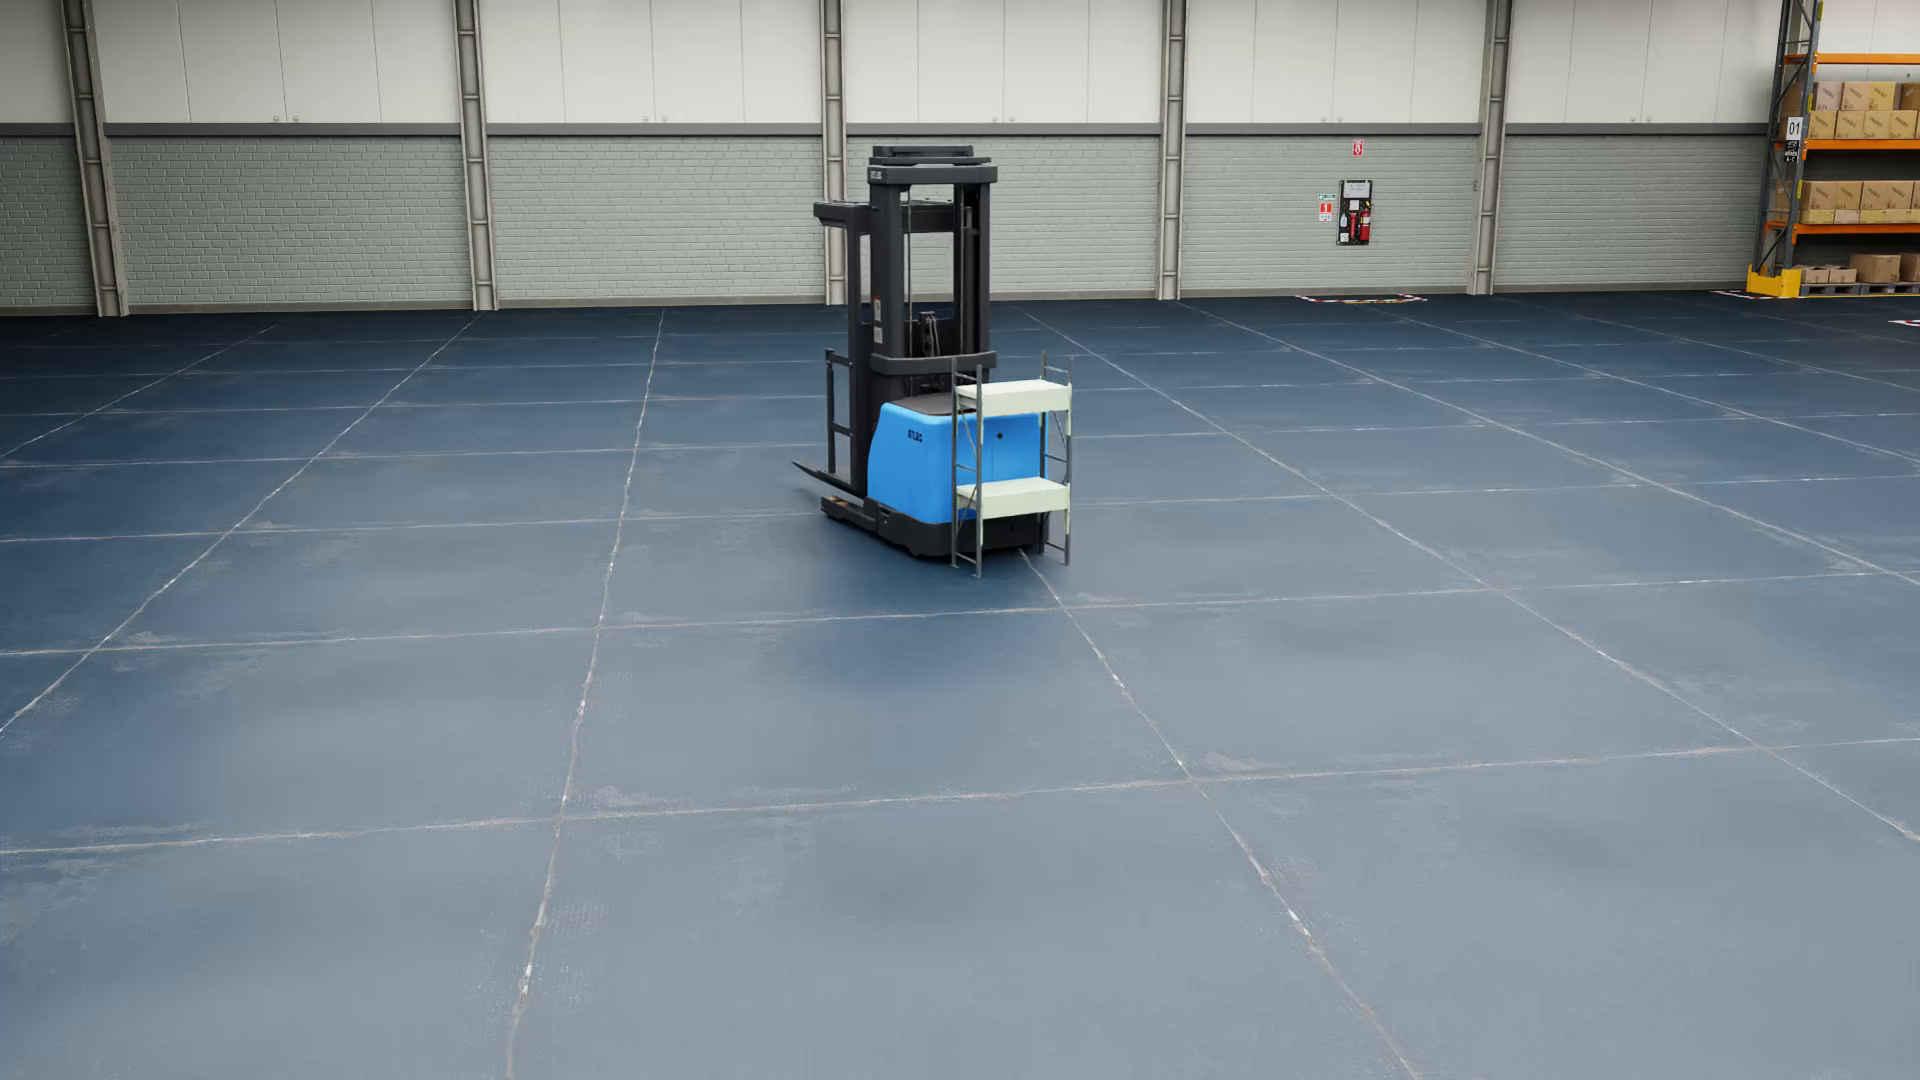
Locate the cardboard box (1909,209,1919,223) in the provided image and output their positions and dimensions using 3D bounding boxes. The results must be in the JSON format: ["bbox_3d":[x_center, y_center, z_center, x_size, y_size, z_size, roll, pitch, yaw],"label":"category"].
[{"bbox_3d":[17.608,-5.992,30.717,0.500,0.250,0.500,-2,14,-9],"label":"cardboard box"}]

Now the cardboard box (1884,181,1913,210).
[{"bbox_3d":[17.093,-6.338,30.555,0.500,0.500,0.500,-2,14,-7],"label":"cardboard box"}]

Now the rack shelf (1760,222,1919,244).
[{"bbox_3d":[17.043,-5.762,31.010,4.000,0.370,1.077,-2,14,-8],"label":"rack shelf"}]

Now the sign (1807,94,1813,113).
[{"bbox_3d":[15.146,-7.787,29.642,0.005,0.325,0.100,-2,14,-8],"label":"sign"}]

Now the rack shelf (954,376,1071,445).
[{"bbox_3d":[0.366,-0.919,11.700,0.720,0.370,0.431,-7,16,-27],"label":"rack shelf"}]

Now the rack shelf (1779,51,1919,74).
[{"bbox_3d":[17.043,-8.670,30.281,4.000,0.370,1.077,-2,14,-8],"label":"rack shelf"}]

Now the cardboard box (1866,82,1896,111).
[{"bbox_3d":[16.491,-8.019,30.064,0.500,0.500,0.500,-2,14,-7],"label":"cardboard box"}]

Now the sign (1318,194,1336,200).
[{"bbox_3d":[6.690,-6.251,30.319,0.331,0.109,0.001,-2,14,-8],"label":"sign"}]

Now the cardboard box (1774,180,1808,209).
[{"bbox_3d":[15.500,-6.407,30.830,0.500,0.500,0.500,-2,14,-9],"label":"cardboard box"}]

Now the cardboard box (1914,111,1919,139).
[{"bbox_3d":[17.514,-7.574,30.345,0.500,0.500,0.500,-3,14,-11],"label":"cardboard box"}]

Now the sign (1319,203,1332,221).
[{"bbox_3d":[6.684,-5.996,30.391,0.234,0.329,0.001,-2,14,-8],"label":"sign"}]

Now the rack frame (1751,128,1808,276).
[{"bbox_3d":[15.065,-6.038,30.633,0.127,3.000,1.000,-2,14,-8],"label":"rack frame"}]

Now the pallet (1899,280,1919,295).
[{"bbox_3d":[18.362,-4.798,31.420,1.213,0.211,1.003,-2,14,-8],"label":"pallet"}]

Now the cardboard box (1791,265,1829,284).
[{"bbox_3d":[15.763,-4.951,30.921,0.500,0.311,0.500,-4,15,-15],"label":"cardboard box"}]

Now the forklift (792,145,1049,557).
[{"bbox_3d":[-0.469,-1.610,13.118,1.130,2.935,3.031,-7,16,-27],"label":"forklift"}]

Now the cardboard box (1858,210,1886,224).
[{"bbox_3d":[16.611,-5.956,30.572,0.500,0.250,0.500,-2,14,-9],"label":"cardboard box"}]

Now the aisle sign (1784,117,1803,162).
[{"bbox_3d":[15.039,-7.225,30.019,0.004,0.787,0.394,-2,14,-8],"label":"aisle sign"}]

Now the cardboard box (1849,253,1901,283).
[{"bbox_3d":[17.059,-5.078,31.038,0.500,0.500,0.700,-3,14,-12],"label":"cardboard box"}]

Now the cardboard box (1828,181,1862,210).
[{"bbox_3d":[16.072,-6.300,30.401,0.500,0.500,0.500,-2,14,-8],"label":"cardboard box"}]

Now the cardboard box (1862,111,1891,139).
[{"bbox_3d":[16.482,-7.534,30.185,0.500,0.500,0.500,-1,14,-6],"label":"cardboard box"}]

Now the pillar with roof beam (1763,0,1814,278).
[{"bbox_3d":[16.270,-8.146,26.705,0.400,9.000,9.100,-2,14,-8],"label":"pillar with roof beam"}]

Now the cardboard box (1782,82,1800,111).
[{"bbox_3d":[15.453,-8.115,30.445,0.500,0.500,0.500,-1,14,-6],"label":"cardboard box"}]

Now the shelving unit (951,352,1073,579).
[{"bbox_3d":[0.366,-0.541,11.795,0.755,1.500,0.431,-7,16,-27],"label":"shelving unit"}]

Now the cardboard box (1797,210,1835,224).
[{"bbox_3d":[15.595,-5.917,30.415,0.500,0.250,0.500,-3,14,-10],"label":"cardboard box"}]

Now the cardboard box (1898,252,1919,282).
[{"bbox_3d":[18.000,-5.137,31.274,0.500,0.500,0.500,-3,14,-13],"label":"cardboard box"}]

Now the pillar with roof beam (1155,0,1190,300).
[{"bbox_3d":[4.404,-7.711,24.971,0.400,9.000,9.100,-2,14,-8],"label":"pillar with roof beam"}]

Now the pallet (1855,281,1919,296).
[{"bbox_3d":[17.153,-4.753,31.240,1.213,0.211,1.003,-2,14,-8],"label":"pallet"}]

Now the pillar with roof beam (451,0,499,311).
[{"bbox_3d":[-7.462,-7.277,23.237,0.400,9.000,9.100,-2,14,-8],"label":"pillar with roof beam"}]

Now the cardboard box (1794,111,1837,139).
[{"bbox_3d":[15.433,-7.504,30.063,0.500,0.500,0.500,-2,14,-7],"label":"cardboard box"}]

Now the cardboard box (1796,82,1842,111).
[{"bbox_3d":[15.482,-7.992,29.955,0.500,0.500,0.500,-3,14,-12],"label":"cardboard box"}]

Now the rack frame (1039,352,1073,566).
[{"bbox_3d":[0.688,-0.583,11.964,0.023,1.500,0.400,-7,16,-27],"label":"rack frame"}]
